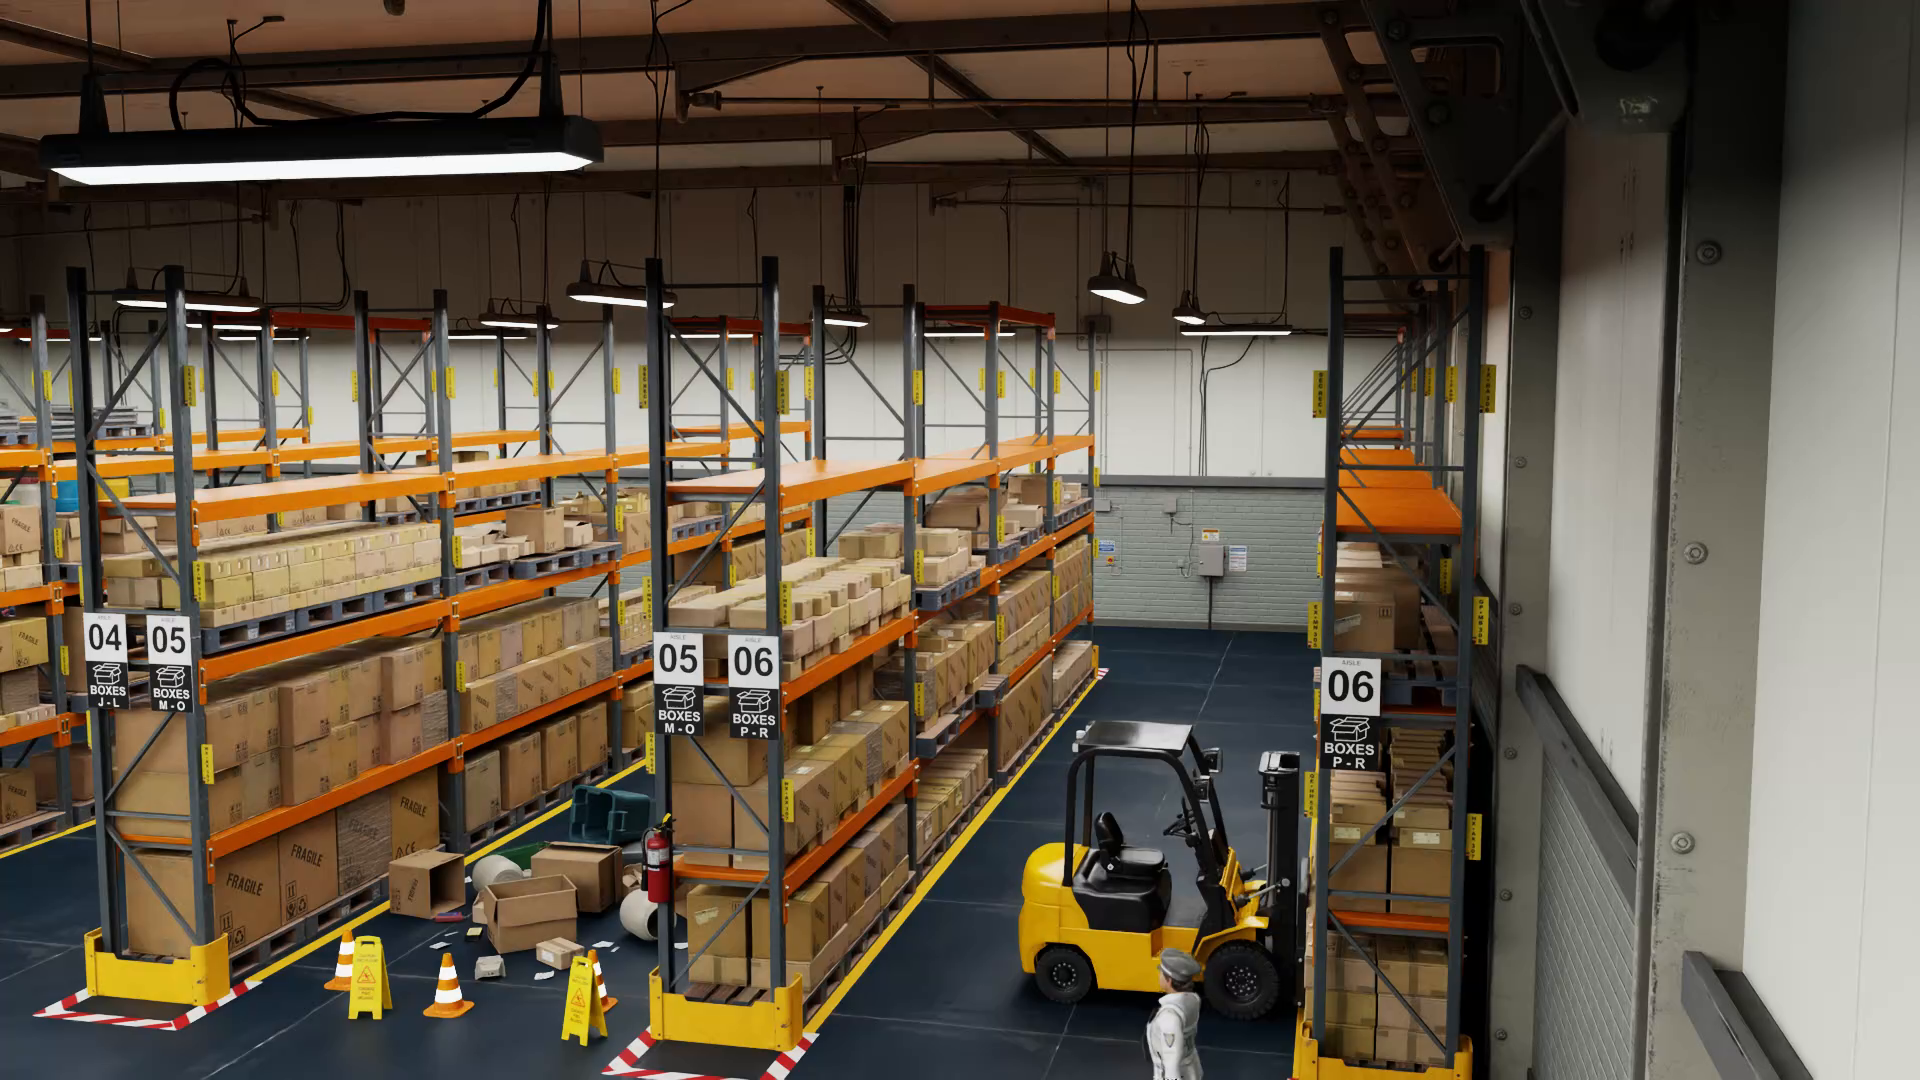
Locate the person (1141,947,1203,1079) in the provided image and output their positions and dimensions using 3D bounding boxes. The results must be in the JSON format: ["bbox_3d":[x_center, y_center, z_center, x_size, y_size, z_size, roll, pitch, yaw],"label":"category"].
[{"bbox_3d":[1.359,3.312,10.155,0.970,1.643,0.484,2,6,15],"label":"person"}]
